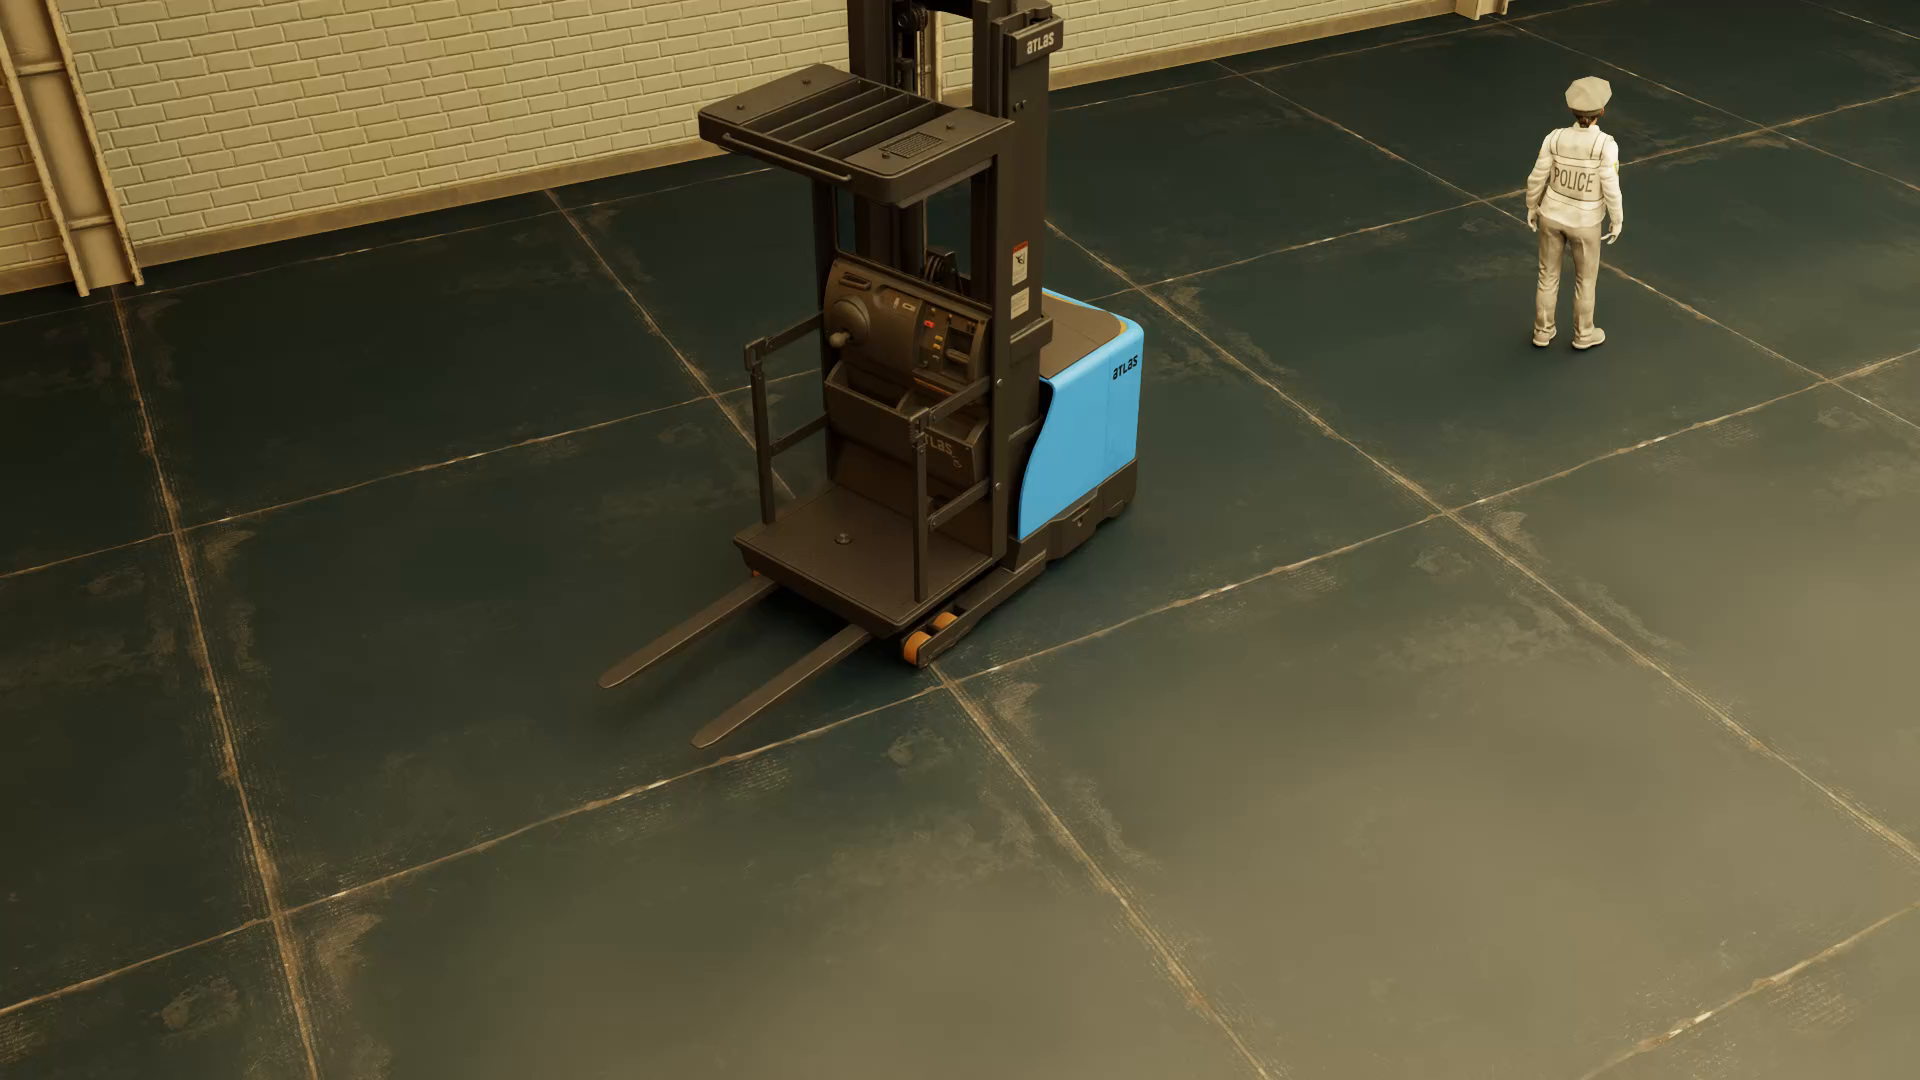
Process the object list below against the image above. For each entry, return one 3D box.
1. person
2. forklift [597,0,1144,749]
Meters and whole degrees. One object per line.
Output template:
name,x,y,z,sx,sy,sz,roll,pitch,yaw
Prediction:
person,3.676,-1.944,9.931,0.587,1.694,0.530,23,41,29
forklift,-0.390,-0.927,7.434,1.130,2.935,3.031,26,43,31
